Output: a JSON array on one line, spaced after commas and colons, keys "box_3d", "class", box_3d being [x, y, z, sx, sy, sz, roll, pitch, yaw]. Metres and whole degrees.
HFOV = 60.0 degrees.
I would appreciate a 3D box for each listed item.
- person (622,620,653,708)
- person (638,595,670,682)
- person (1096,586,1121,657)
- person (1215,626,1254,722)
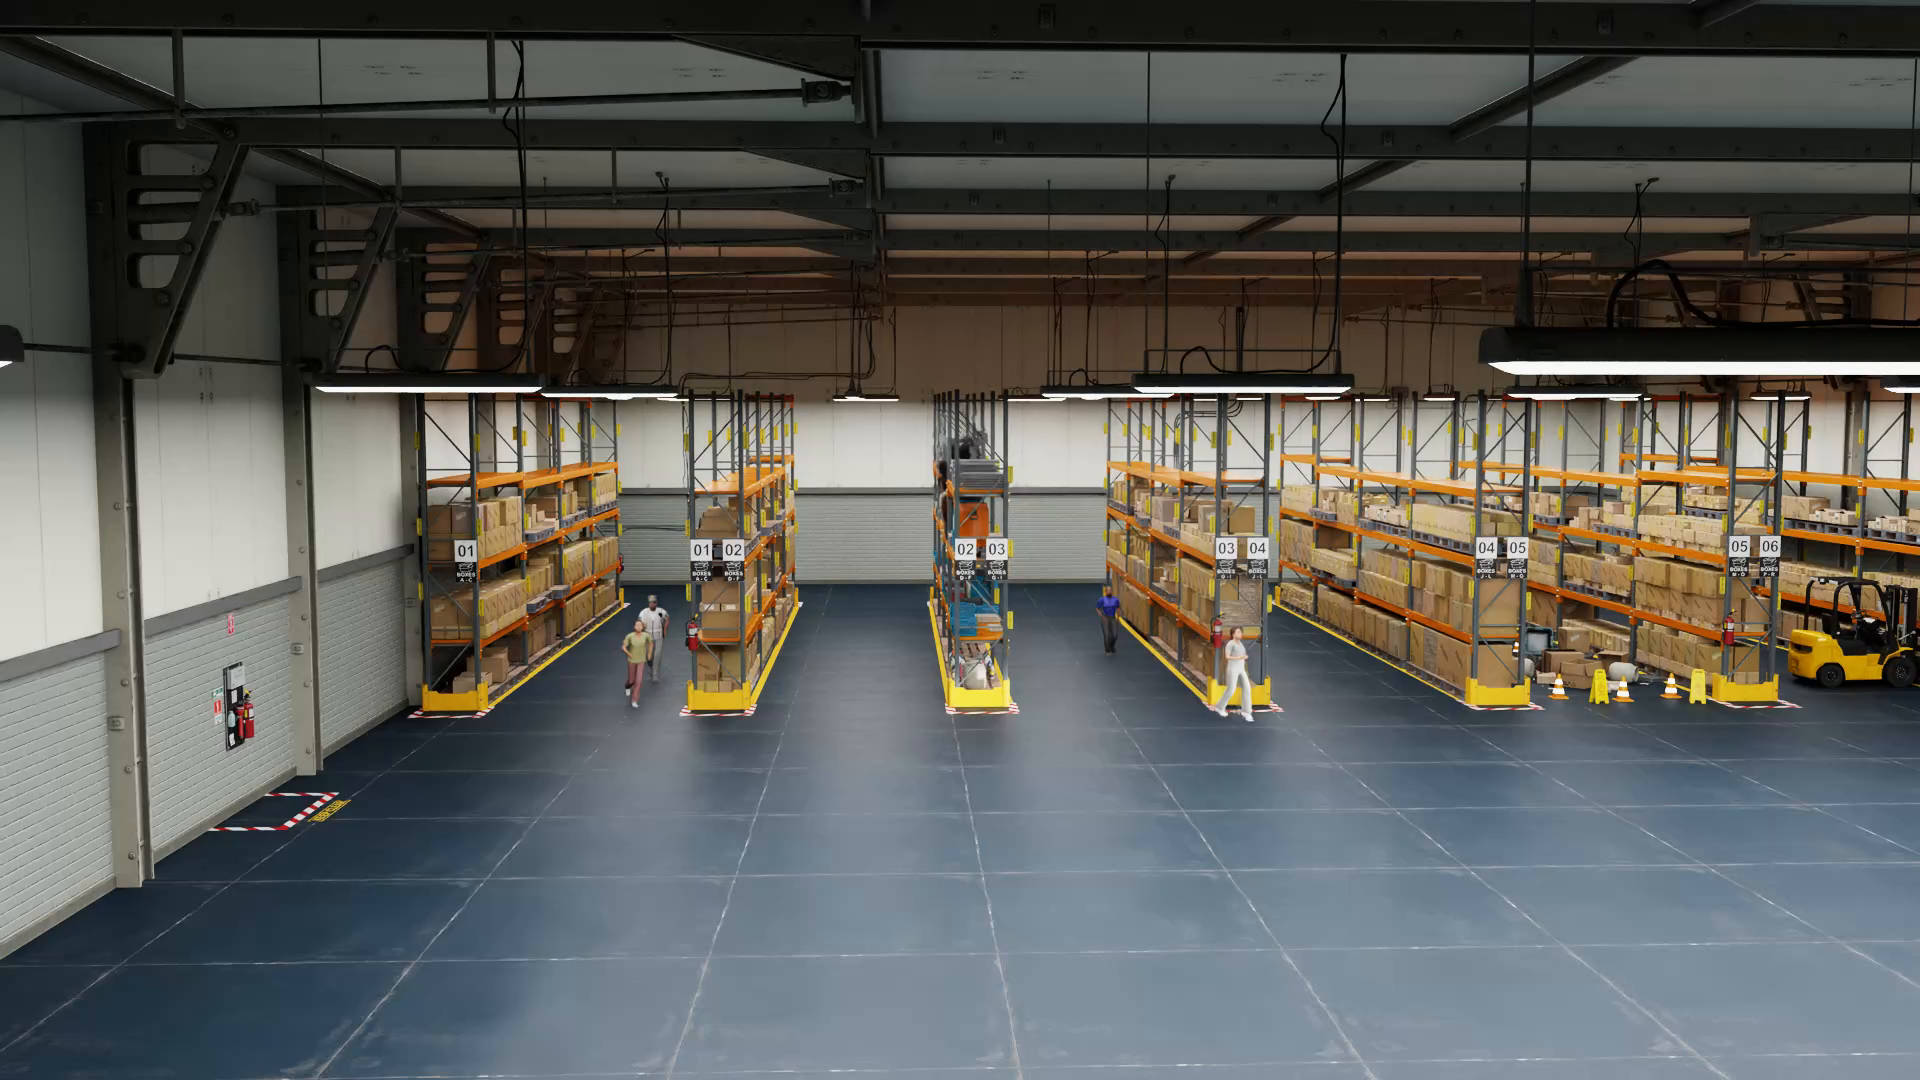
[{"box_3d": [-6.146, 2.330, 31.740, 0.605, 1.653, 0.819, -2, 5, -18], "class": "person"}, {"box_3d": [-6.333, 2.005, 34.328, 0.665, 1.752, 1.010, -1, 5, -8], "class": "person"}, {"box_3d": [3.376, 1.846, 37.705, 0.585, 1.623, 0.540, 0, 5, -4], "class": "person"}, {"box_3d": [4.985, 2.425, 30.206, 0.565, 1.736, 0.757, -4, 6, -44], "class": "person"}]
